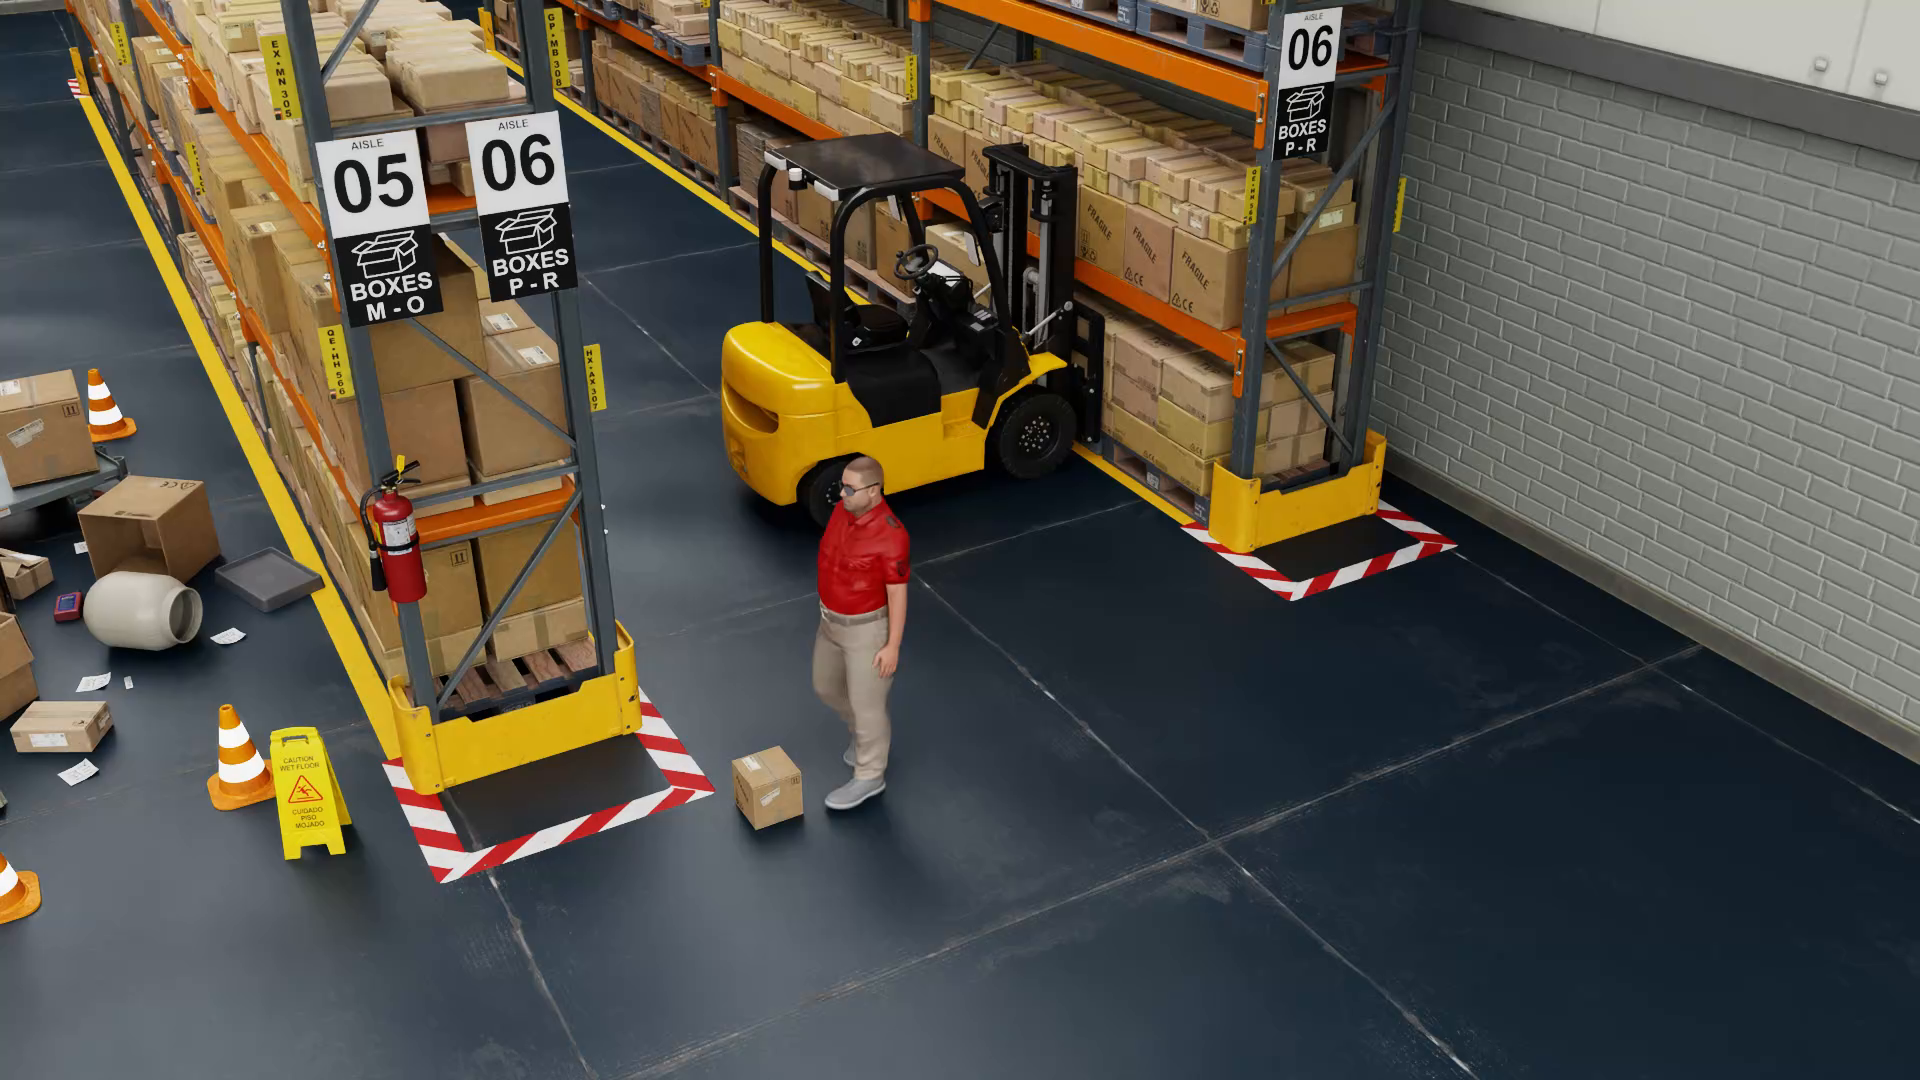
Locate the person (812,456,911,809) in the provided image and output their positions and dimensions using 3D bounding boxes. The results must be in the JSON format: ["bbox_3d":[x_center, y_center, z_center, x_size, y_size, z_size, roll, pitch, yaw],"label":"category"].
[{"bbox_3d":[-0.492,0.425,7.816,0.551,1.741,0.555,-21,35,-33],"label":"person"}]
